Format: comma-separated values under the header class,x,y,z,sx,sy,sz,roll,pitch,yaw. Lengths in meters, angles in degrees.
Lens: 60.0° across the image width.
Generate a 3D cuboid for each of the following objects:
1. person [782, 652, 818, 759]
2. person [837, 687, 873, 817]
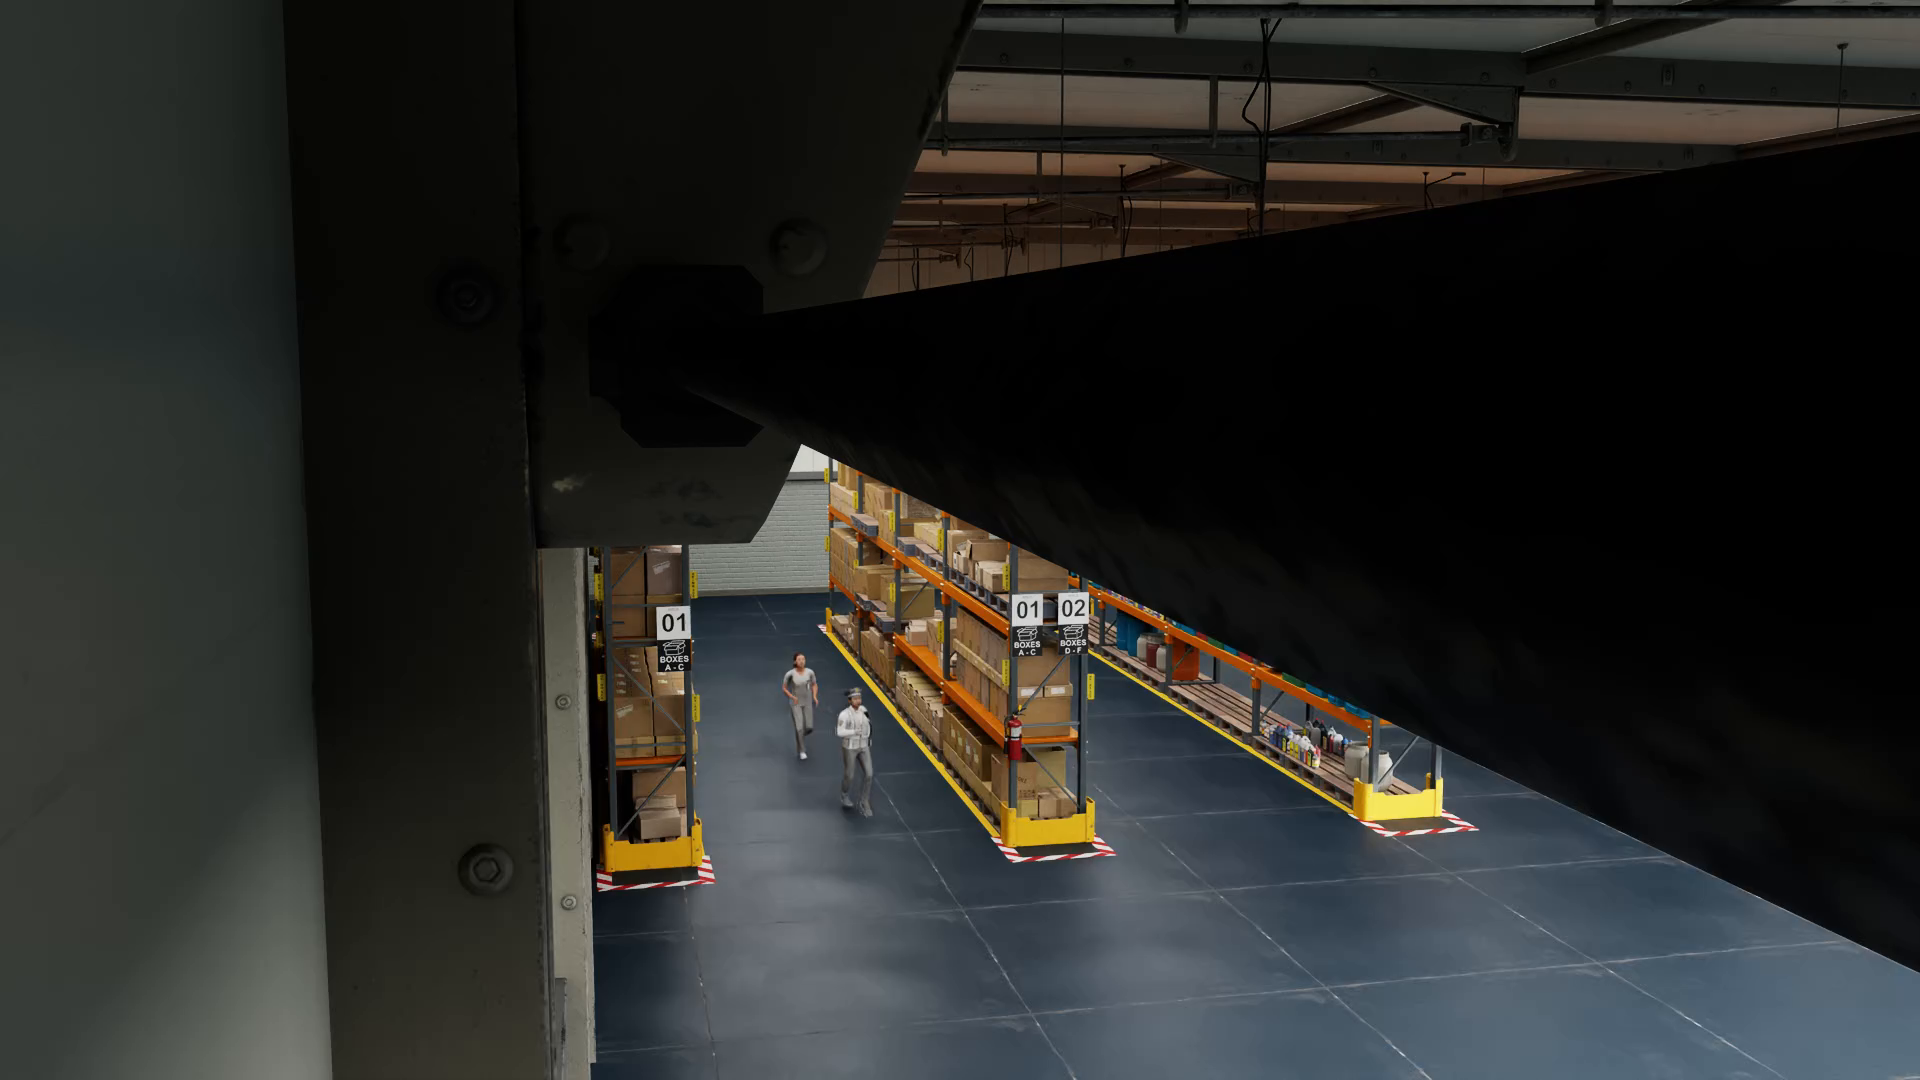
class,x,y,z,sx,sy,sz,roll,pitch,yaw
person,-2.442,2.516,25.457,0.565,1.630,0.572,-2,7,-18
person,-1.398,2.839,22.392,0.594,1.752,0.707,-4,8,-29
